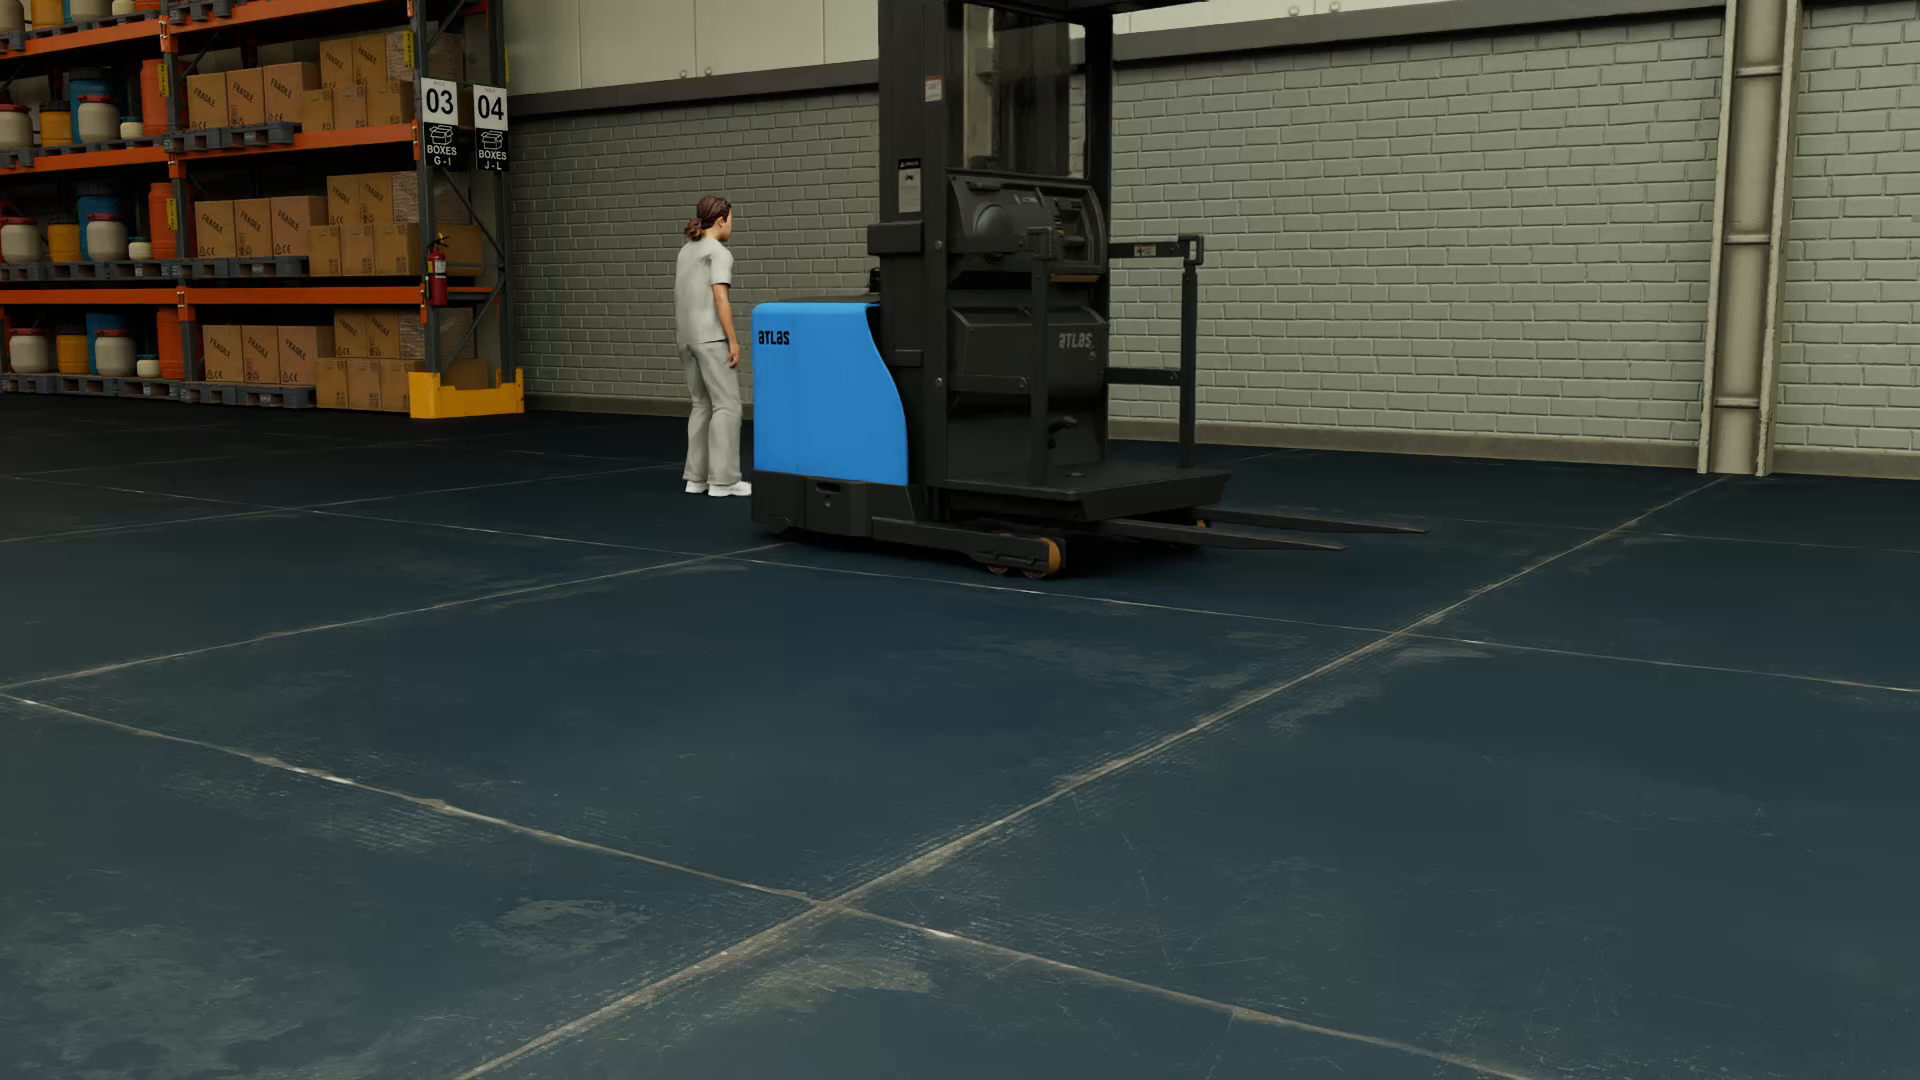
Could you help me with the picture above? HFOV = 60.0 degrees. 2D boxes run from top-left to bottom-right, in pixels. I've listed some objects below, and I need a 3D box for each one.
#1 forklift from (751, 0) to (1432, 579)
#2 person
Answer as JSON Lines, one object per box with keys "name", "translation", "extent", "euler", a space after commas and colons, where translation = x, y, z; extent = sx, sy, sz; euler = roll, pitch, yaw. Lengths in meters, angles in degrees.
{"name": "forklift", "translation": [0.452, -1.379, 6.892], "extent": [3.031, 2.935, 1.130], "euler": [8, 11, 43]}
{"name": "person", "translation": [-1.399, -1.091, 9.341], "extent": [0.362, 1.671, 0.496], "euler": [-7, 11, -40]}
